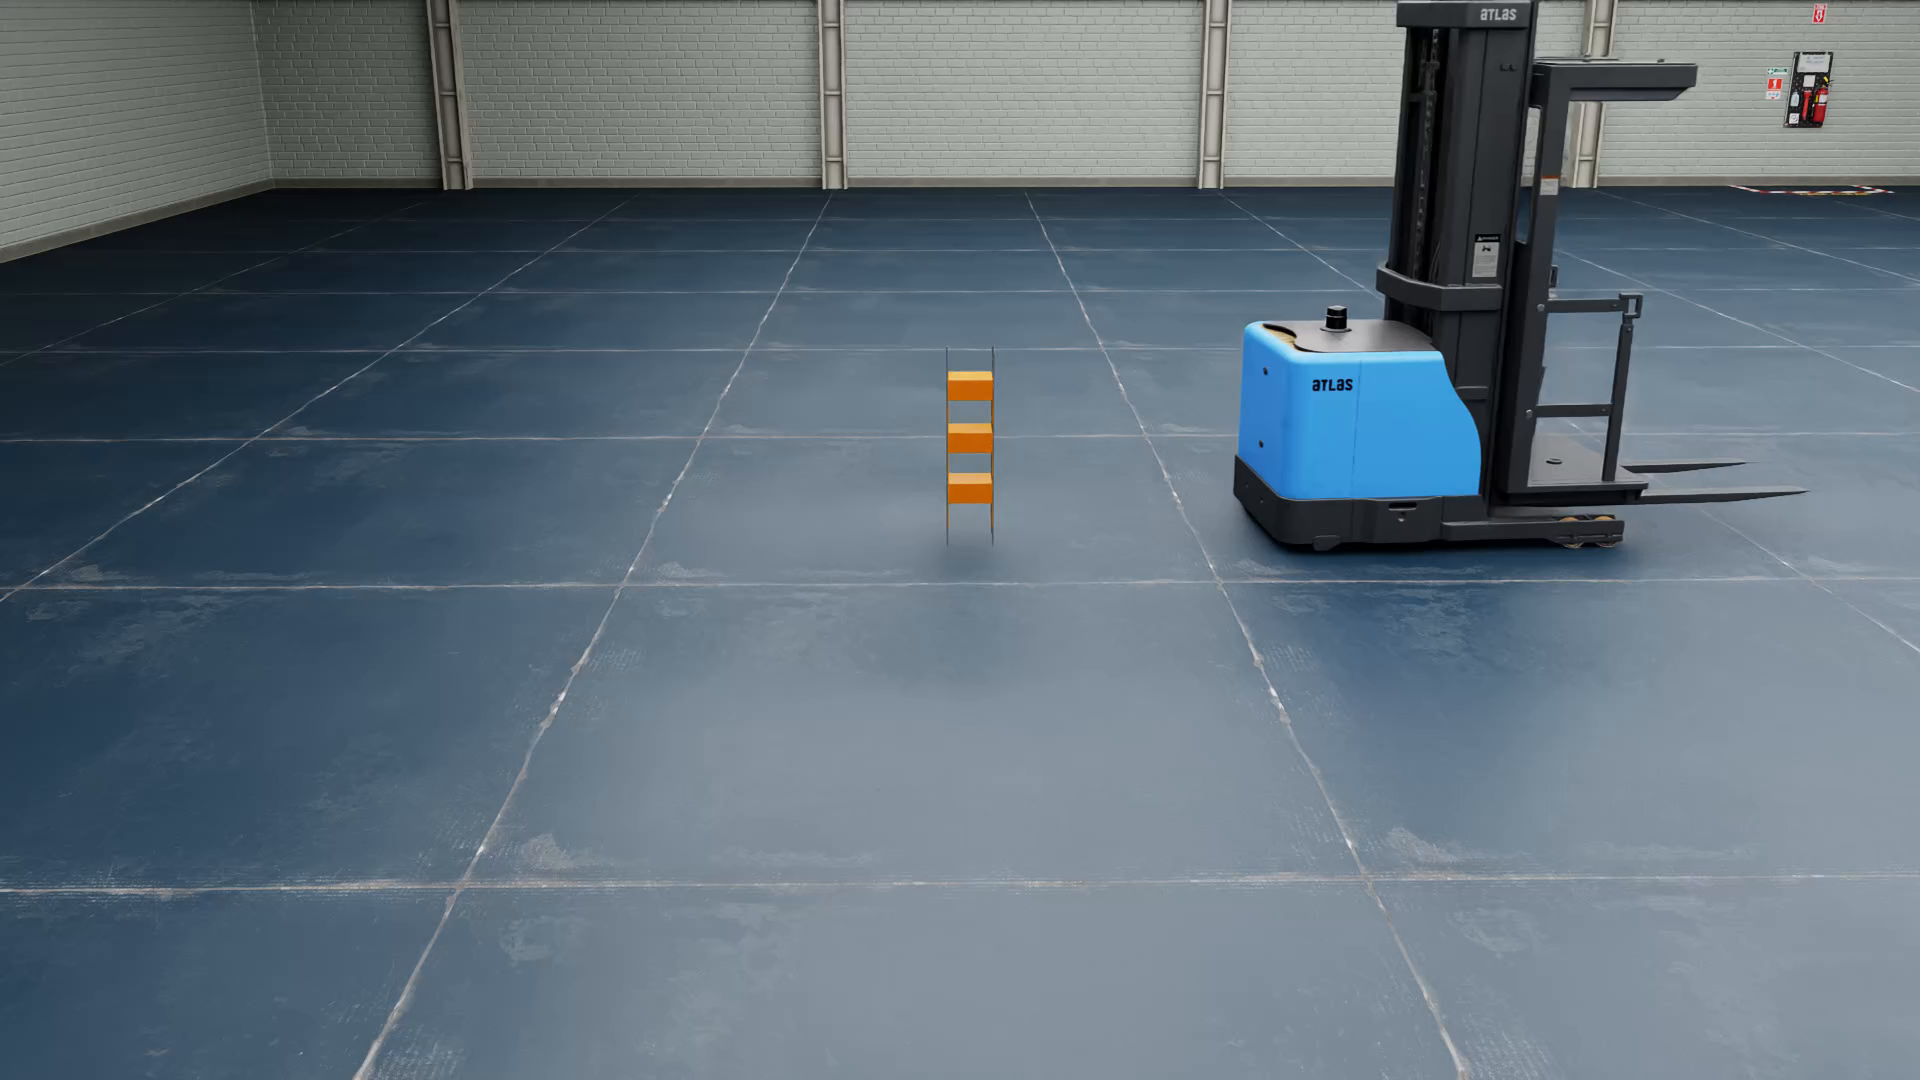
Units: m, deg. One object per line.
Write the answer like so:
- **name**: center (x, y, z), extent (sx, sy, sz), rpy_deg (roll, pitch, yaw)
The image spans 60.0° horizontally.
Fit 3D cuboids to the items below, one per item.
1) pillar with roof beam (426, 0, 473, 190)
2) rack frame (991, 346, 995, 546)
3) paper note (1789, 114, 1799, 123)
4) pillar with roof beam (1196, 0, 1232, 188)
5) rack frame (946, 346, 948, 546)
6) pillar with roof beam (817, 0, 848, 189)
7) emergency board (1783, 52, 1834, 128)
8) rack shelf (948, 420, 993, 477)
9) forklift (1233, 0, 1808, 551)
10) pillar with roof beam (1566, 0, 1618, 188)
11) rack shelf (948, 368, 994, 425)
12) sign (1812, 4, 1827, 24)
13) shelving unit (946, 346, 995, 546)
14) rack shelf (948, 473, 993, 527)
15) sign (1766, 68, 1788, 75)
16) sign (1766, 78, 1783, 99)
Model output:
- **pillar with roof beam**: center (-7.927, -8.573, 21.041), extent (0.400, 9.000, 9.100), rpy_deg (0, 18, -1)
- **rack frame**: center (0.175, -0.501, 8.890), extent (0.008, 1.050, 0.200), rpy_deg (0, 18, -1)
- **paper note**: center (13.352, -6.748, 26.613), extent (0.142, 0.148, 0.016), rpy_deg (0, 18, -1)
- **pillar with roof beam**: center (4.072, -8.631, 21.221), extent (0.400, 9.000, 9.100), rpy_deg (0, 18, -1)
- **rack frame**: center (-0.068, -0.500, 8.886), extent (0.008, 1.050, 0.200), rpy_deg (0, 18, -1)
- **pillar with roof beam**: center (-1.928, -8.602, 21.131), extent (0.400, 9.000, 9.100), rpy_deg (0, 18, -1)
- **emergency board**: center (13.531, -7.147, 26.416), extent (0.643, 1.169, 0.194), rpy_deg (0, 18, -1)
- **rack shelf**: center (0.053, -0.490, 8.891), extent (0.240, 0.259, 0.215), rpy_deg (0, 18, -1)
- **forklift**: center (3.134, -1.508, 8.951), extent (3.031, 2.935, 1.130), rpy_deg (-2, 18, -6)
- **pillar with roof beam**: center (10.071, -8.660, 21.311), extent (0.400, 9.000, 9.100), rpy_deg (0, 18, -1)
- **rack shelf**: center (0.053, -0.760, 8.805), extent (0.240, 0.259, 0.215), rpy_deg (0, 18, -1)
- **sign**: center (13.521, -8.281, 26.156), extent (0.199, 0.298, 0.001), rpy_deg (0, 18, -1)
- **shelving unit**: center (0.053, -0.500, 8.888), extent (0.252, 1.050, 0.215), rpy_deg (0, 18, -1)
- **rack shelf**: center (0.053, -0.225, 8.976), extent (0.240, 0.259, 0.215), rpy_deg (0, 18, -1)
- **sign**: center (12.981, -7.442, 26.411), extent (0.331, 0.109, 0.001), rpy_deg (0, 18, -1)
- **sign**: center (12.976, -7.193, 26.500), extent (0.234, 0.329, 0.001), rpy_deg (0, 18, -1)
